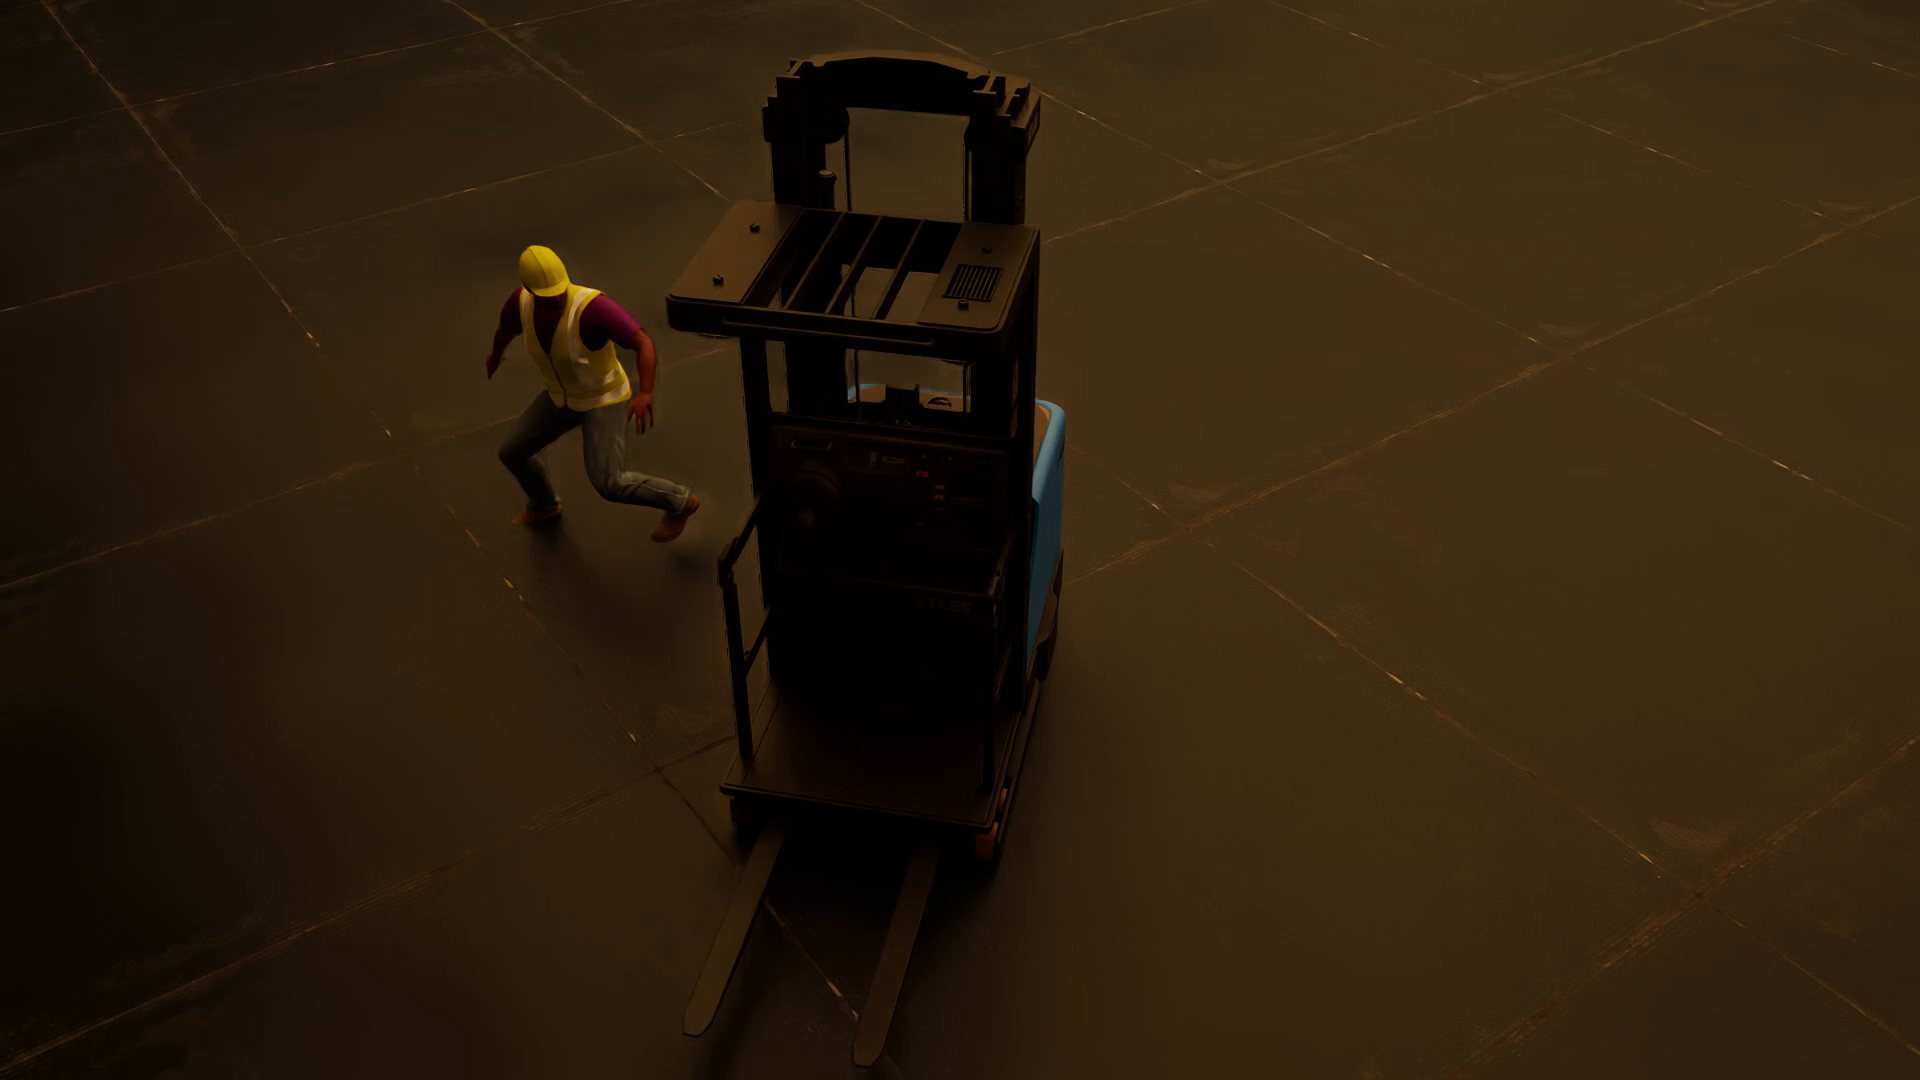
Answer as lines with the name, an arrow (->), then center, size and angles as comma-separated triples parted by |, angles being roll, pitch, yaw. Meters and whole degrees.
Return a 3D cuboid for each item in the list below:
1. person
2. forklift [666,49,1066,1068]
person -> -1.908, -0.698, 8.051 | 1.214, 1.653, 0.517 | 20, 41, 25
forklift -> -0.317, -0.136, 6.129 | 1.130, 2.935, 3.031 | 7, 37, 10
